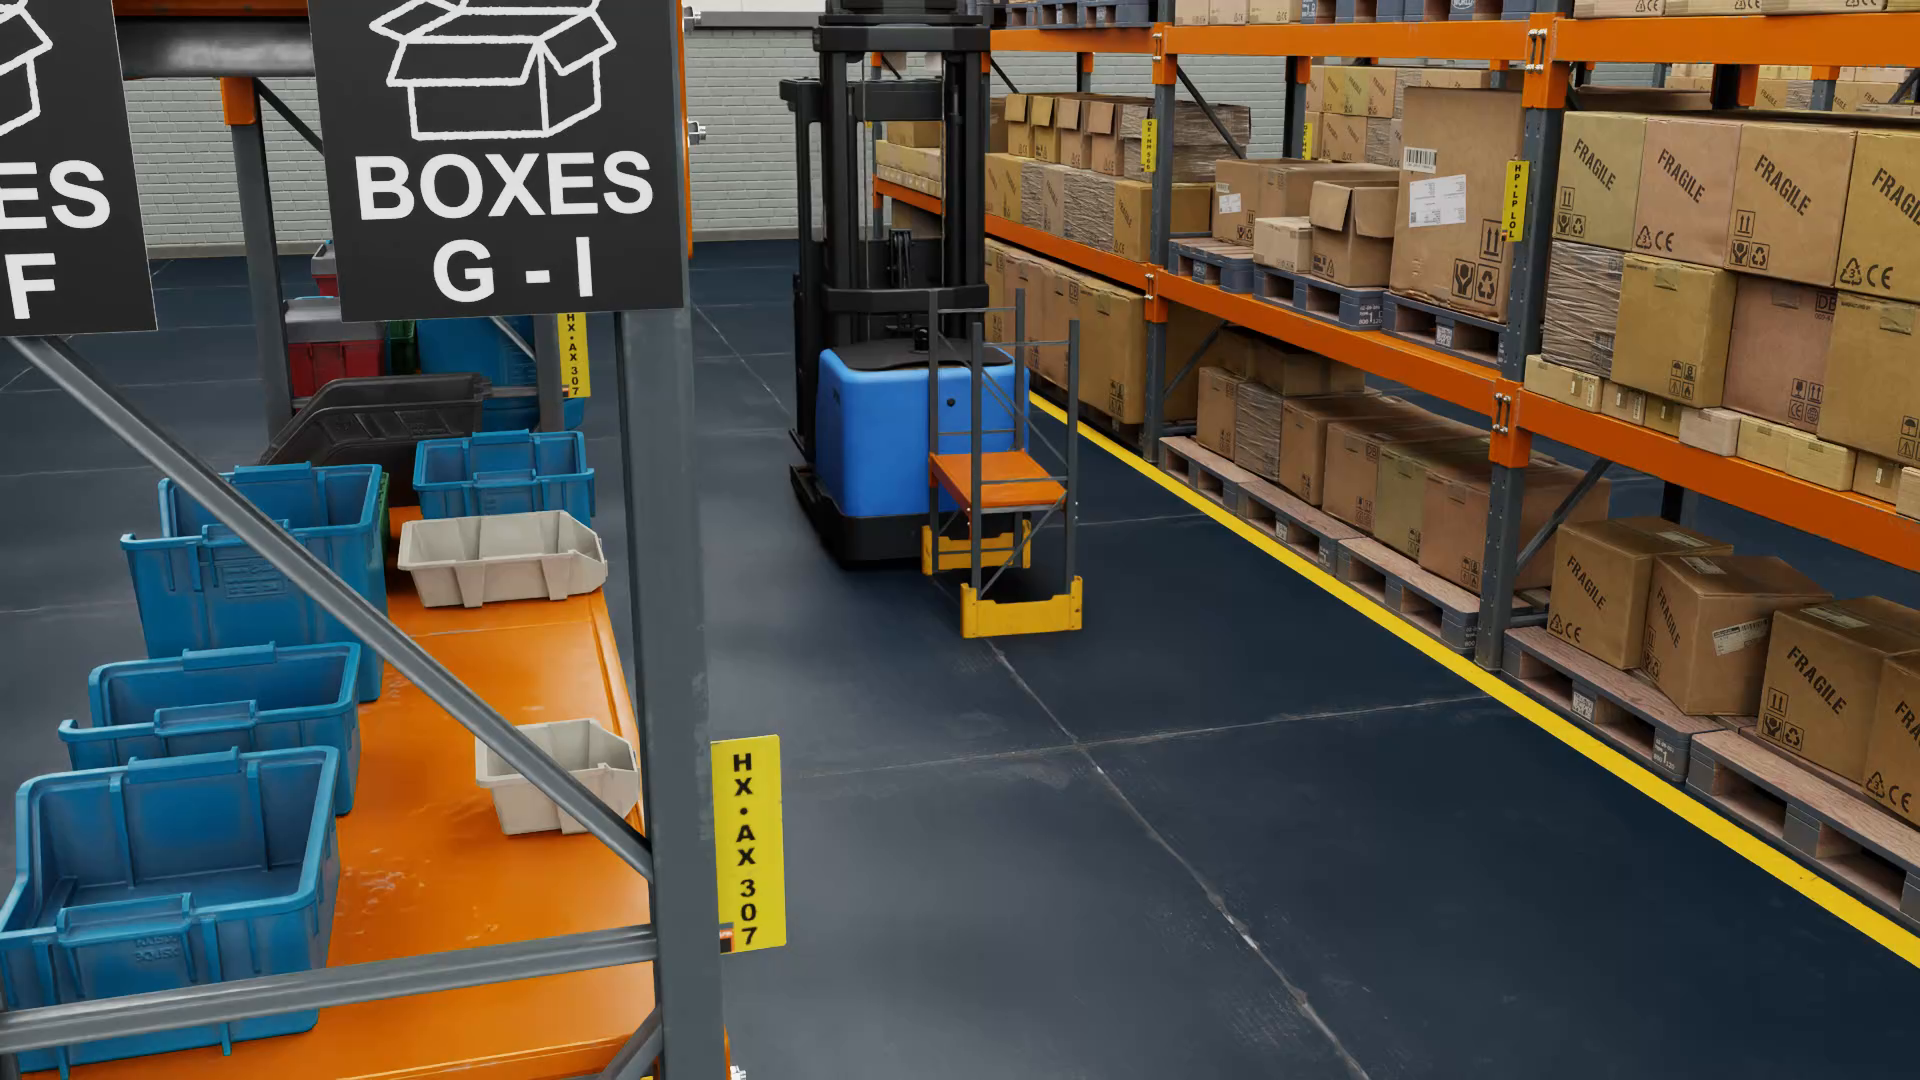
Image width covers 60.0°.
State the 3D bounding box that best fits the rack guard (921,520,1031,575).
[{"bbox_3d":[0.087,0.039,8.886,0.587,0.250,0.087,-4,17,-12],"label":"rack guard"}]

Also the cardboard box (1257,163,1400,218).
[{"bbox_3d":[2.172,-1.957,9.849,0.700,0.500,0.500,-2,17,-7],"label":"cardboard box"}]

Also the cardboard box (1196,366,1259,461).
[{"bbox_3d":[1.939,-0.830,10.583,0.700,0.500,0.500,-6,18,-18],"label":"cardboard box"}]

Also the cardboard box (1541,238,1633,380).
[{"bbox_3d":[2.899,-0.955,6.727,0.875,0.500,0.500,-5,17,-15],"label":"cardboard box"}]

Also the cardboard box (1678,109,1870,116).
[{"bbox_3d":[3.223,-1.461,6.672,0.500,0.500,0.500,-5,17,-15],"label":"cardboard box"}]

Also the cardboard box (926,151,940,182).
[{"bbox_3d":[-0.022,-3.563,15.844,0.500,0.250,0.500,-4,17,-14],"label":"cardboard box"}]

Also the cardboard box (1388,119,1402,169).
[{"bbox_3d":[4.751,-4.055,17.045,0.500,0.500,0.500,-5,17,-16],"label":"cardboard box"}]

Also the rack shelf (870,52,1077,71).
[{"bbox_3d":[0.087,-4.752,16.096,1.077,0.370,4.000,-5,17,-15],"label":"rack shelf"}]

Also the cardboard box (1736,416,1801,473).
[{"bbox_3d":[2.972,-0.347,5.829,0.380,0.149,0.250,-5,17,-15],"label":"cardboard box"}]

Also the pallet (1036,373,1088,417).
[{"bbox_3d":[1.260,-1.226,13.167,1.003,0.211,1.213,-5,17,-15],"label":"pallet"}]

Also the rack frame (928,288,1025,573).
[{"bbox_3d":[0.087,-0.560,8.708,0.500,1.500,0.032,-4,17,-12],"label":"rack frame"}]

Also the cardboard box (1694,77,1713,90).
[{"bbox_3d":[9.072,-5.226,19.724,0.500,0.500,0.500,-5,17,-17],"label":"cardboard box"}]

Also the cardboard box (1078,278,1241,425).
[{"bbox_3d":[1.566,-1.377,11.785,1.225,0.875,0.875,-6,18,-18],"label":"cardboard box"}]

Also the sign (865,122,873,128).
[{"bbox_3d":[-0.998,-4.624,17.989,0.100,0.325,0.005,-5,17,-15],"label":"sign"}]

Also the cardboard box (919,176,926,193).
[{"bbox_3d":[-0.185,-3.471,16.231,0.380,0.149,0.250,-4,17,-14],"label":"cardboard box"}]

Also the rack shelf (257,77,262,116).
[{"bbox_3d":[-2.477,-2.148,7.425,1.077,0.370,4.000,-5,17,-15],"label":"rack shelf"}]

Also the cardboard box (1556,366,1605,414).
[{"bbox_3d":[2.661,-0.621,6.740,0.380,0.149,0.250,-5,17,-15],"label":"cardboard box"}]

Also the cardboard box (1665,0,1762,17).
[{"bbox_3d":[2.862,-1.968,5.837,0.500,0.250,0.500,-5,17,-16],"label":"cardboard box"}]

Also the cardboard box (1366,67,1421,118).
[{"bbox_3d":[4.612,-4.676,17.377,0.500,0.500,0.500,-5,18,-17],"label":"cardboard box"}]

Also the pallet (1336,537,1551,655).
[{"bbox_3d":[2.619,0.226,8.333,1.003,0.211,1.213,-5,17,-15],"label":"pallet"}]

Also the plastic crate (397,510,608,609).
[{"bbox_3d":[-1.238,0.053,4.521,0.530,0.136,0.437,-5,17,-15],"label":"plastic crate"}]

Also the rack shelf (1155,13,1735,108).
[{"bbox_3d":[2.285,-2.540,8.729,1.077,0.370,4.000,-5,17,-15],"label":"rack shelf"}]

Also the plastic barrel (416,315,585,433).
[{"bbox_3d":[-1.742,-0.874,6.275,0.600,0.901,0.708,-5,17,-15],"label":"plastic barrel"}]

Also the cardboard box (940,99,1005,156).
[{"bbox_3d":[0.119,-3.782,15.268,0.500,0.500,0.500,-5,17,-15],"label":"cardboard box"}]

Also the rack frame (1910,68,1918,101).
[{"bbox_3d":[10.165,-3.891,17.190,1.000,3.000,0.127,-5,17,-15],"label":"rack frame"}]

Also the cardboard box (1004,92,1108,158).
[{"bbox_3d":[0.820,-3.459,13.837,0.797,0.503,0.637,-5,17,-17],"label":"cardboard box"}]

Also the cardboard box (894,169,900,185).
[{"bbox_3d":[-0.467,-3.755,17.176,0.380,0.149,0.250,-5,17,-16],"label":"cardboard box"}]

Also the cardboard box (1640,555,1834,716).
[{"bbox_3d":[3.071,0.373,6.610,0.500,0.500,0.500,1,17,2],"label":"cardboard box"}]

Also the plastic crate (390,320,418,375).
[{"bbox_3d":[-2.677,-0.861,7.471,0.450,0.188,0.662,-5,17,-15],"label":"plastic crate"}]

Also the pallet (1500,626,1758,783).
[{"bbox_3d":[3.053,0.624,7.007,1.003,0.211,1.213,-5,17,-15],"label":"pallet"}]

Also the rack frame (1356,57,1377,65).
[{"bbox_3d":[4.334,-4.578,19.478,1.000,3.000,0.127,-5,17,-15],"label":"rack frame"}]

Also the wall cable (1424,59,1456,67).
[{"bbox_3d":[7.493,-7.056,25.909,0.585,1.953,0.123,-5,17,-15],"label":"wall cable"}]

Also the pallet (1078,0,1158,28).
[{"bbox_3d":[1.508,-3.521,11.073,1.213,0.211,1.003,-4,17,-13],"label":"pallet"}]

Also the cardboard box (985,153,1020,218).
[{"bbox_3d":[0.522,-3.008,14.078,0.500,0.500,0.500,-5,17,-15],"label":"cardboard box"}]

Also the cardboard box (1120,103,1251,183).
[{"bbox_3d":[1.550,-2.733,11.417,0.797,0.503,0.637,-4,17,-13],"label":"cardboard box"}]

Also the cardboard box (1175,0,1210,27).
[{"bbox_3d":[1.620,-3.215,9.989,0.500,0.250,0.500,-4,17,-14],"label":"cardboard box"}]

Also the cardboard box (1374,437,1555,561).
[{"bbox_3d":[2.574,-0.213,8.527,0.700,0.500,0.500,-5,17,-16],"label":"cardboard box"}]

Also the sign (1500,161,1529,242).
[{"bbox_3d":[2.302,-1.404,6.899,0.100,0.325,0.005,-5,17,-15],"label":"sign"}]

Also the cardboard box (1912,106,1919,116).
[{"bbox_3d":[6.786,-2.627,11.071,0.700,0.500,0.500,-5,17,-16],"label":"cardboard box"}]

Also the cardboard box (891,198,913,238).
[{"bbox_3d":[-0.210,-3.226,17.942,0.875,0.875,0.875,-5,17,-15],"label":"cardboard box"}]

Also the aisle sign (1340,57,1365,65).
[{"bbox_3d":[4.602,-5.867,19.250,0.394,0.787,0.004,-5,17,-15],"label":"aisle sign"}]

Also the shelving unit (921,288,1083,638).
[{"bbox_3d":[0.191,-0.419,8.240,0.587,1.500,1.083,-4,17,-12],"label":"shelving unit"}]

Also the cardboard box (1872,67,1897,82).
[{"bbox_3d":[9.806,-4.870,17.410,0.380,0.149,0.250,-4,17,-14],"label":"cardboard box"}]

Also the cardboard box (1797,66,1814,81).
[{"bbox_3d":[9.483,-5.147,18.332,0.380,0.149,0.250,-5,17,-16],"label":"cardboard box"}]

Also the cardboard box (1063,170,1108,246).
[{"bbox_3d":[1.084,-2.447,12.211,0.500,0.500,0.500,-5,18,-17],"label":"cardboard box"}]

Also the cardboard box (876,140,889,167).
[{"bbox_3d":[-0.591,-4.130,17.731,0.500,0.250,0.500,-5,17,-17],"label":"cardboard box"}]

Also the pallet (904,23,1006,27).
[{"bbox_3d":[0.090,-5.065,16.041,1.003,0.211,1.213,-5,17,-15],"label":"pallet"}]

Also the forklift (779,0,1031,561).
[{"bbox_3d":[-0.452,-1.676,9.937,1.130,2.935,3.031,-4,17,-13],"label":"forklift"}]

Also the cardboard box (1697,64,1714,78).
[{"bbox_3d":[8.998,-5.567,19.730,0.380,0.149,0.250,-4,17,-14],"label":"cardboard box"}]

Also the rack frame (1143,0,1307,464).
[{"bbox_3d":[1.736,-2.001,10.898,1.000,3.000,0.127,-5,17,-15],"label":"rack frame"}]

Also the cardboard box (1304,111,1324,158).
[{"bbox_3d":[4.192,-4.622,18.934,0.500,0.500,0.500,-4,17,-13],"label":"cardboard box"}]

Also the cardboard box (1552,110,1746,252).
[{"bbox_3d":[2.714,-1.419,6.533,0.500,0.500,0.500,-5,17,-15],"label":"cardboard box"}]

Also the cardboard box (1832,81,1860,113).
[{"bbox_3d":[9.638,-4.667,17.863,0.500,0.500,0.500,-5,17,-16],"label":"cardboard box"}]

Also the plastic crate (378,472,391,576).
[{"bbox_3d":[-1.826,-0.003,4.618,0.450,0.188,0.662,-5,17,-15],"label":"plastic crate"}]
